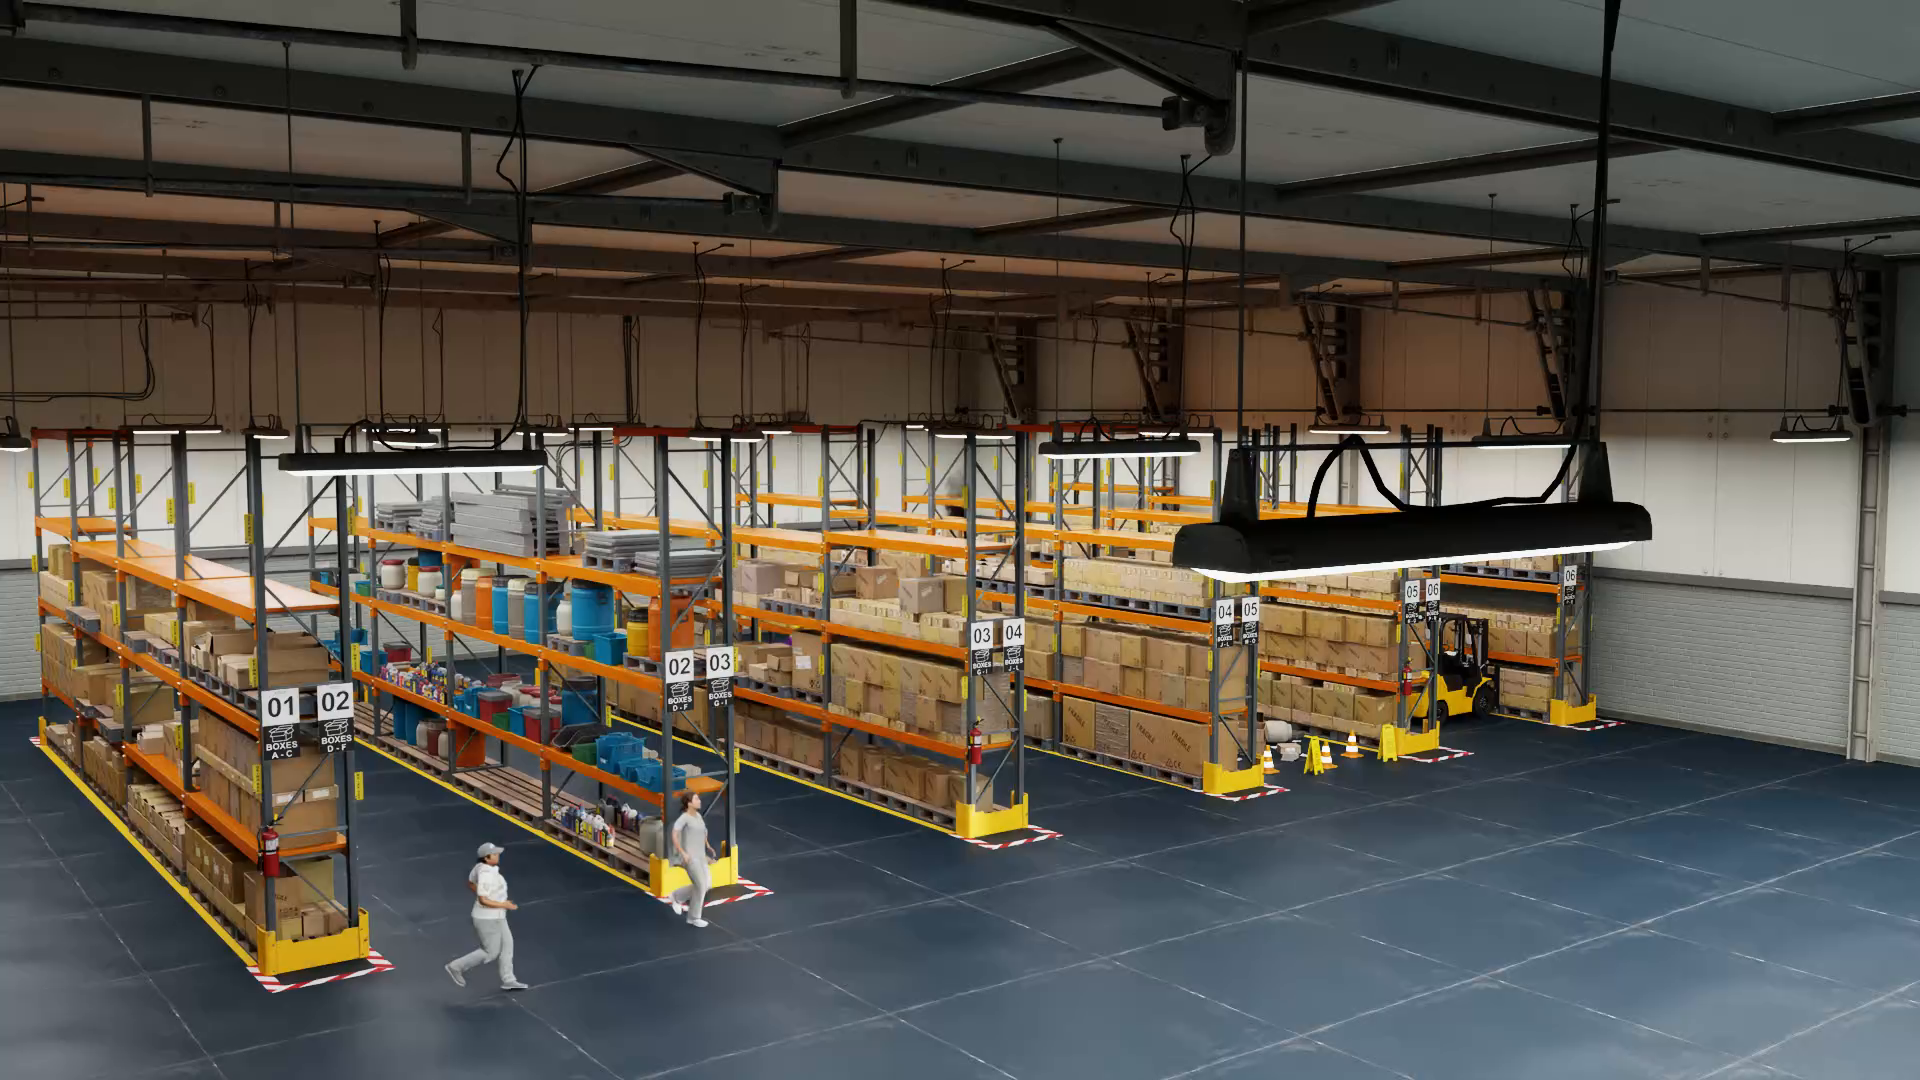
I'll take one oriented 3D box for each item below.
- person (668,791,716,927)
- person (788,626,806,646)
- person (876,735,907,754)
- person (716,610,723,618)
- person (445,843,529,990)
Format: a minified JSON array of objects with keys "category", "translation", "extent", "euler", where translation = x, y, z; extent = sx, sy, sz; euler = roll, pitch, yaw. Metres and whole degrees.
[{"category":"person","translation":[-3.315,3.919,20.555],"extent":[0.594,1.624,0.613],"euler":[2,5,24]},{"category":"person","translation":[-3.487,2.643,35.928],"extent":[0.727,1.802,0.849],"euler":[-4,6,-43]},{"category":"person","translation":[-1.195,3.051,30.625],"extent":[0.710,1.798,0.889],"euler":[-4,6,-39]},{"category":"person","translation":[-6.018,2.329,41.455],"extent":[0.610,1.507,0.615],"euler":[-4,6,-42]},{"category":"person","translation":[-5.135,4.102,18.015],"extent":[0.861,1.661,0.610],"euler":[-1,5,-14]}]
